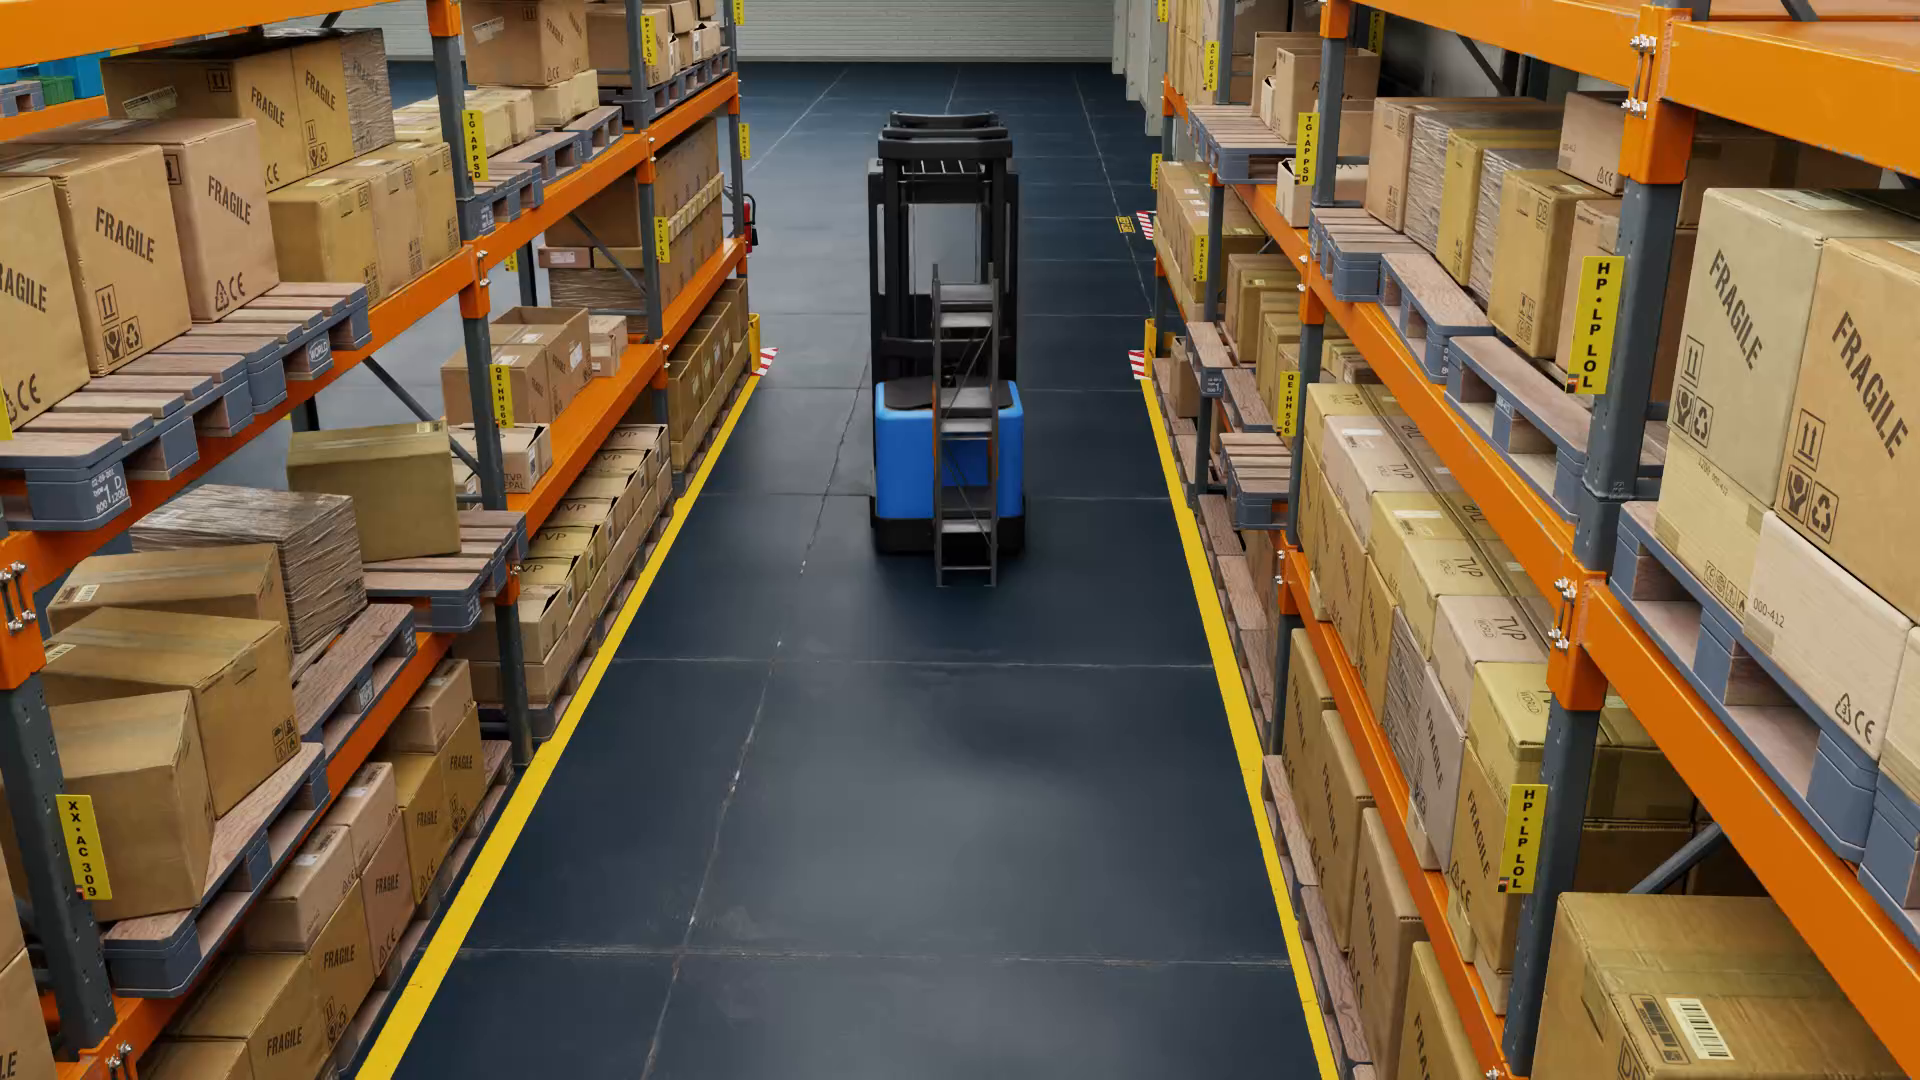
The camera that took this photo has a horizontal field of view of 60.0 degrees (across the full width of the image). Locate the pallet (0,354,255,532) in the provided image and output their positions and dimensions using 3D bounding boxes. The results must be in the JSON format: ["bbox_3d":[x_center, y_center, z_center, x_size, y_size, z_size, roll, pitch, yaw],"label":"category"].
[{"bbox_3d":[-2.840,-0.307,4.788,1.213,0.211,1.003,1,21,2],"label":"pallet"}]

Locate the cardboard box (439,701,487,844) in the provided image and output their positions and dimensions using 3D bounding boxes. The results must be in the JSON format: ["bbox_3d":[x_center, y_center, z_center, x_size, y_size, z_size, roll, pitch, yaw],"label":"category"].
[{"bbox_3d":[-2.602,1.093,7.913,0.500,0.500,0.500,1,21,4],"label":"cardboard box"}]

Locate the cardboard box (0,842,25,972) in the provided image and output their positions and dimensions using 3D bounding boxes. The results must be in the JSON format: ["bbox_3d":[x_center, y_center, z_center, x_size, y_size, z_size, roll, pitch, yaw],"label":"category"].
[{"bbox_3d":[-2.686,0.911,4.013,0.500,0.500,0.500,1,21,2],"label":"cardboard box"}]

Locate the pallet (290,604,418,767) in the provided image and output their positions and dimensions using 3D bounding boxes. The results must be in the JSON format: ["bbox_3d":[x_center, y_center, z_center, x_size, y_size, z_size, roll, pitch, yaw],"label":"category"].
[{"bbox_3d":[-2.863,0.585,6.641,1.003,0.211,1.213,1,21,2],"label":"pallet"}]

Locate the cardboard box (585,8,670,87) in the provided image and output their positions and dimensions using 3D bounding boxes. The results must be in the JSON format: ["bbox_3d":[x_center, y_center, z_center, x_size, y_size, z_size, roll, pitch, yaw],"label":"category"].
[{"bbox_3d":[-2.407,-3.540,11.946,0.500,0.500,0.500,2,21,6],"label":"cardboard box"}]

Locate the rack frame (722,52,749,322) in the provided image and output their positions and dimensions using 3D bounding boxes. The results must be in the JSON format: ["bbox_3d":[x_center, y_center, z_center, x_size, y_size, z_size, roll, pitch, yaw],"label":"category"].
[{"bbox_3d":[-2.565,-3.100,15.873,1.000,3.000,0.127,1,21,2],"label":"rack frame"}]

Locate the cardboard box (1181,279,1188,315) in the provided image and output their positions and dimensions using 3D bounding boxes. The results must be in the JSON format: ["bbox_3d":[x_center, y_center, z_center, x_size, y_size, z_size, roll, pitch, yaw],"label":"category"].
[{"bbox_3d":[2.000,-1.895,12.946,0.500,0.250,0.500,1,21,2],"label":"cardboard box"}]

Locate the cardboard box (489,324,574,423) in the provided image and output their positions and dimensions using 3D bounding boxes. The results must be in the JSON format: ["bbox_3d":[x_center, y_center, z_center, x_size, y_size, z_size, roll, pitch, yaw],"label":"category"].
[{"bbox_3d":[-2.757,-1.052,10.455,0.500,0.500,0.500,1,21,2],"label":"cardboard box"}]

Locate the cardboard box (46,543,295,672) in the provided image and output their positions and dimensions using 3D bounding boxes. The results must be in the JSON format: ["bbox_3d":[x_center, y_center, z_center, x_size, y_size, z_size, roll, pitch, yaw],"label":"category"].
[{"bbox_3d":[-2.938,0.356,6.245,0.700,0.500,0.500,-5,22,-12],"label":"cardboard box"}]

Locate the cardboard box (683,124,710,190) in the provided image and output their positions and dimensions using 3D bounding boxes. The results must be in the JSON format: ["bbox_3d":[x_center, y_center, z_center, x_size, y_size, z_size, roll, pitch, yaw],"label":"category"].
[{"bbox_3d":[-2.604,-3.374,14.646,0.700,0.500,0.500,0,21,0],"label":"cardboard box"}]

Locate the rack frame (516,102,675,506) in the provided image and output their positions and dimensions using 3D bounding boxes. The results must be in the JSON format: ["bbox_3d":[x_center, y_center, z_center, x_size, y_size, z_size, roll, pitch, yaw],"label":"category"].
[{"bbox_3d":[-2.686,-1.654,12.146,1.000,3.000,0.127,1,21,2],"label":"rack frame"}]

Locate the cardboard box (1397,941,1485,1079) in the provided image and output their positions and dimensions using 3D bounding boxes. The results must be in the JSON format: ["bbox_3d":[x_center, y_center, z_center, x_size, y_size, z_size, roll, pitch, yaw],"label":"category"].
[{"bbox_3d":[1.912,1.861,5.476,0.750,0.750,0.750,1,21,2],"label":"cardboard box"}]

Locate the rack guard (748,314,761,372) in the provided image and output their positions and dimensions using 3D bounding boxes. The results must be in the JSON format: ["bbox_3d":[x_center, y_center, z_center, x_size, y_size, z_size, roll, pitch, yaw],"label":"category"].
[{"bbox_3d":[-2.564,-1.944,16.348,1.175,0.500,0.348,1,21,2],"label":"rack guard"}]

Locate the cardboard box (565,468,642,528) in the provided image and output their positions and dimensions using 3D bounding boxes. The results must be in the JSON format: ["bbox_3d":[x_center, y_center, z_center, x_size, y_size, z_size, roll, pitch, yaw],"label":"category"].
[{"bbox_3d":[-2.439,-0.311,11.130,0.500,0.311,0.500,1,21,1],"label":"cardboard box"}]

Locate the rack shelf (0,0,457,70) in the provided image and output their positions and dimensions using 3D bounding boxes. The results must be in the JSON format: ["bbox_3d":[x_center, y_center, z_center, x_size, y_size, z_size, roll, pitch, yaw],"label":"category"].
[{"bbox_3d":[-2.869,-1.760,5.672,1.077,0.370,4.000,1,21,2],"label":"rack shelf"}]

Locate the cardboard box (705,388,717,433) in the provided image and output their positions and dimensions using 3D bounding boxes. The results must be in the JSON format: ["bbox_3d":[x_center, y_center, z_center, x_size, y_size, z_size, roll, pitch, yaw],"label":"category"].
[{"bbox_3d":[-2.329,-1.094,13.922,0.500,0.250,0.500,1,21,2],"label":"cardboard box"}]

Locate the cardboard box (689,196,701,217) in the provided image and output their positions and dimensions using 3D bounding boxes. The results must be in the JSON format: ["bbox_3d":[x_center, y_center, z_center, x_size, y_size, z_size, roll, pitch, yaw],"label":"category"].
[{"bbox_3d":[-2.424,-2.841,14.169,0.380,0.149,0.250,1,21,3],"label":"cardboard box"}]

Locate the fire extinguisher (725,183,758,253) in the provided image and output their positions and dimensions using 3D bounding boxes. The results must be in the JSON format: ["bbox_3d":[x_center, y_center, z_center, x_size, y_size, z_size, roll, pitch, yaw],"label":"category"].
[{"bbox_3d":[-2.097,-3.102,15.984,0.296,0.674,0.183,1,21,2],"label":"fire extinguisher"}]

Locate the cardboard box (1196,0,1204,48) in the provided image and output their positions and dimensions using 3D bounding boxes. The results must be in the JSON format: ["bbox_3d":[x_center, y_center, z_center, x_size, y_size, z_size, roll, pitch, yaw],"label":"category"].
[{"bbox_3d":[2.016,-3.905,12.252,0.500,0.500,0.500,2,21,5],"label":"cardboard box"}]

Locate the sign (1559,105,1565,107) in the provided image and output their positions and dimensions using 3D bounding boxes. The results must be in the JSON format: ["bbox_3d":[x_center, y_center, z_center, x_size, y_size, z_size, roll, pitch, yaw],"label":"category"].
[{"bbox_3d":[2.698,-1.822,7.607,0.100,0.325,0.005,1,21,2],"label":"sign"}]

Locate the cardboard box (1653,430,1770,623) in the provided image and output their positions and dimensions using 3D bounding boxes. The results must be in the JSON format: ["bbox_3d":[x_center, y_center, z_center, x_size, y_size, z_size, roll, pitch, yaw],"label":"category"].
[{"bbox_3d":[1.737,-0.032,3.308,0.500,0.250,0.500,1,21,1],"label":"cardboard box"}]

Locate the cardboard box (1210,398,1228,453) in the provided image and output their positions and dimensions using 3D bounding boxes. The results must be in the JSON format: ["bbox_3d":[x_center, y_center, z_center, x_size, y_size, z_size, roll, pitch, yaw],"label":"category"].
[{"bbox_3d":[2.257,-1.017,13.349,0.500,0.500,0.500,-1,21,-2],"label":"cardboard box"}]

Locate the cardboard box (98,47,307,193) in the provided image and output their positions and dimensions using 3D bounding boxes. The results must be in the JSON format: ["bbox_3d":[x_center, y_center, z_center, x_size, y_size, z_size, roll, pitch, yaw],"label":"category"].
[{"bbox_3d":[-2.859,-1.593,6.320,0.500,0.500,0.500,1,21,2],"label":"cardboard box"}]

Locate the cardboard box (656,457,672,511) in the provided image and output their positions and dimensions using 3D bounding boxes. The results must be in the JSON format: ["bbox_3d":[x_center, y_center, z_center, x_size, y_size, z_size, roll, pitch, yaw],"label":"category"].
[{"bbox_3d":[-2.409,-0.415,12.172,0.500,0.250,0.500,0,21,1],"label":"cardboard box"}]

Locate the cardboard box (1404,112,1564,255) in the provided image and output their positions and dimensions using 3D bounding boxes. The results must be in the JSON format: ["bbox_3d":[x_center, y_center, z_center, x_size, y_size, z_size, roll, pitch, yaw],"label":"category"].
[{"bbox_3d":[2.223,-1.437,6.692,0.700,0.500,0.500,-1,21,-1],"label":"cardboard box"}]

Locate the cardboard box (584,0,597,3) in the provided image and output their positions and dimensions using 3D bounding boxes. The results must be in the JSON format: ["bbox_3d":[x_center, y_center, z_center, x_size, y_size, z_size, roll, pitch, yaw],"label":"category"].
[{"bbox_3d":[-2.888,-4.209,13.671,0.500,0.500,0.500,1,21,2],"label":"cardboard box"}]

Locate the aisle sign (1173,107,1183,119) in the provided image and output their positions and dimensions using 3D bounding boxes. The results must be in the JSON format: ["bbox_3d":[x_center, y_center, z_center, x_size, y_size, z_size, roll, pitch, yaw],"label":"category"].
[{"bbox_3d":[2.089,-4.289,15.341,0.394,0.787,0.004,1,21,2],"label":"aisle sign"}]

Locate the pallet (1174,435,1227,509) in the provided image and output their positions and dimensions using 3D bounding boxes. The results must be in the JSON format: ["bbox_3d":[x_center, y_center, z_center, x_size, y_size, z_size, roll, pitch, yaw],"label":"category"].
[{"bbox_3d":[2.250,-0.544,13.140,1.003,0.211,1.213,1,21,2],"label":"pallet"}]

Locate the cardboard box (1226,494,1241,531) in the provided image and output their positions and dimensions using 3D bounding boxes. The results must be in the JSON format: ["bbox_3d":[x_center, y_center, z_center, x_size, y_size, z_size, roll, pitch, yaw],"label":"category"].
[{"bbox_3d":[2.259,-0.374,11.695,0.700,0.500,0.500,1,21,3],"label":"cardboard box"}]

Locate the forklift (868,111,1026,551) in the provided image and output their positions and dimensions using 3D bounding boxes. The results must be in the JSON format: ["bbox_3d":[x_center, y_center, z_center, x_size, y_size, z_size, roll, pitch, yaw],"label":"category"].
[{"bbox_3d":[-0.132,-1.774,12.549,1.130,2.935,3.031,-1,21,-2],"label":"forklift"}]

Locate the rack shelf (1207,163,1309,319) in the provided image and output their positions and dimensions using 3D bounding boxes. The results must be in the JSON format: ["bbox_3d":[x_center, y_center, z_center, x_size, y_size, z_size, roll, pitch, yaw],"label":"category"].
[{"bbox_3d":[2.204,-1.941,9.732,1.077,0.370,4.000,1,21,2],"label":"rack shelf"}]

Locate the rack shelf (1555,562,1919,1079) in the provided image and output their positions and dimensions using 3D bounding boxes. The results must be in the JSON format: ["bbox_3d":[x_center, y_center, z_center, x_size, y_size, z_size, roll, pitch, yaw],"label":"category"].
[{"bbox_3d":[1.961,0.952,2.278,1.077,0.370,4.000,1,21,2],"label":"rack shelf"}]

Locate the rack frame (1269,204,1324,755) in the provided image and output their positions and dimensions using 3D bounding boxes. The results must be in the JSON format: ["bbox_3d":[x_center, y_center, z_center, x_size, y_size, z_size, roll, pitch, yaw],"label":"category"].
[{"bbox_3d":[2.143,-0.155,8.281,1.000,3.000,0.127,1,21,2],"label":"rack frame"}]

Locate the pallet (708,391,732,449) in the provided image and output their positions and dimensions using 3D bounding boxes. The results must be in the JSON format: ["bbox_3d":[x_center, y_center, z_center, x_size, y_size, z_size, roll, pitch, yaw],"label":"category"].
[{"bbox_3d":[-2.586,-1.084,14.530,1.003,0.211,1.213,1,21,2],"label":"pallet"}]

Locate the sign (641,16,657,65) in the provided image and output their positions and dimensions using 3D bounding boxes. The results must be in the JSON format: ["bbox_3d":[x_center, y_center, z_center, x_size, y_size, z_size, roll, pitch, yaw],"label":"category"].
[{"bbox_3d":[-2.144,-3.438,11.446,0.100,0.325,0.005,1,21,2],"label":"sign"}]

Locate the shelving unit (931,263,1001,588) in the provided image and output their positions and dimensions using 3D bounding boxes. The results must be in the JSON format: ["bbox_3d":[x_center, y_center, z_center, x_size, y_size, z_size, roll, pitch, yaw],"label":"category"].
[{"bbox_3d":[0.032,-0.747,11.051,0.431,2.100,0.503,-1,21,-2],"label":"shelving unit"}]

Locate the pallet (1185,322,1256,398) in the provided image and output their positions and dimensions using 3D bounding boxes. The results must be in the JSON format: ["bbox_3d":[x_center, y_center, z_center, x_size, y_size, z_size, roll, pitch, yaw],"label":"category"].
[{"bbox_3d":[2.096,-1.237,11.335,1.003,0.211,1.213,1,21,2],"label":"pallet"}]

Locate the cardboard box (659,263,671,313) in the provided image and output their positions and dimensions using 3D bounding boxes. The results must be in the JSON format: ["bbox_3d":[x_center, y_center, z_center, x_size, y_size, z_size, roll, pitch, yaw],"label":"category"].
[{"bbox_3d":[-2.670,-2.052,13.033,0.700,0.500,0.500,0,21,1],"label":"cardboard box"}]

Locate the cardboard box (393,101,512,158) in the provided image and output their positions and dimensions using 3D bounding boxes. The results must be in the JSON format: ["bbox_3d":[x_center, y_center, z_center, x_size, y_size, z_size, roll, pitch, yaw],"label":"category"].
[{"bbox_3d":[-2.824,-2.293,9.273,0.500,0.250,0.500,0,21,1],"label":"cardboard box"}]

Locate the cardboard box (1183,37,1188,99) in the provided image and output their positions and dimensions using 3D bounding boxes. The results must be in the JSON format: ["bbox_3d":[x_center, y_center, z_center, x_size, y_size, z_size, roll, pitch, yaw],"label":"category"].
[{"bbox_3d":[2.068,-3.808,13.384,0.500,0.500,0.500,2,21,5],"label":"cardboard box"}]

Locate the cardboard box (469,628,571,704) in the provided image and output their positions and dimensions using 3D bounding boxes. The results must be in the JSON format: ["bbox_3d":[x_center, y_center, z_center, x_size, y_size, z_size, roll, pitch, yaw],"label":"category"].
[{"bbox_3d":[-2.499,0.692,9.319,0.500,0.250,0.500,1,21,1],"label":"cardboard box"}]

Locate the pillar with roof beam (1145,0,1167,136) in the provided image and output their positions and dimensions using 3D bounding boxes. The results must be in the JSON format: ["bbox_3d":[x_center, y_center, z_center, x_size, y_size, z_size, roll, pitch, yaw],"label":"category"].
[{"bbox_3d":[-0.525,-12.137,30.869,9.100,9.000,0.400,1,21,2],"label":"pillar with roof beam"}]

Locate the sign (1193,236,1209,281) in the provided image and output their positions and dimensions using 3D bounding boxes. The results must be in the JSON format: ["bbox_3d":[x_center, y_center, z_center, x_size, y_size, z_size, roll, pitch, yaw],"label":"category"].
[{"bbox_3d":[1.723,-2.008,11.860,0.100,0.325,0.005,1,21,2],"label":"sign"}]

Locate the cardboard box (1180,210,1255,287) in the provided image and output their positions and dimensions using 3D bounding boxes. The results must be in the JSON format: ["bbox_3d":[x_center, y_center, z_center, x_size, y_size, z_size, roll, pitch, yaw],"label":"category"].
[{"bbox_3d":[1.980,-2.245,12.811,0.500,0.500,0.500,1,21,1],"label":"cardboard box"}]

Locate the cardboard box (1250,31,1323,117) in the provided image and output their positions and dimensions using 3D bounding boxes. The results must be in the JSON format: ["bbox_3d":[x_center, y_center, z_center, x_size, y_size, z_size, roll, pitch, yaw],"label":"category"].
[{"bbox_3d":[2.169,-3.045,10.865,0.500,0.500,0.500,4,22,9],"label":"cardboard box"}]

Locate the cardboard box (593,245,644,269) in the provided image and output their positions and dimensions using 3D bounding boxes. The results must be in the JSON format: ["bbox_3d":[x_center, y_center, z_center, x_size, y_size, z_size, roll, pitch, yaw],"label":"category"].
[{"bbox_3d":[-2.485,-2.098,12.255,0.380,0.149,0.250,1,21,2],"label":"cardboard box"}]

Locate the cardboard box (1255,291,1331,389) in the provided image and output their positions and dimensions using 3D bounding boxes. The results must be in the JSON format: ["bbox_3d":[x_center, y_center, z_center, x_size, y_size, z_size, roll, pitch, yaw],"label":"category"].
[{"bbox_3d":[2.203,-1.229,10.303,0.700,0.500,0.500,4,21,9],"label":"cardboard box"}]

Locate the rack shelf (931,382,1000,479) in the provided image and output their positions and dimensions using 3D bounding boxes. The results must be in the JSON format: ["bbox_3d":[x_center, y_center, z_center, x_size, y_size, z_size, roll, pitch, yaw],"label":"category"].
[{"bbox_3d":[0.032,-0.734,11.056,0.431,0.518,0.480,-1,21,-2],"label":"rack shelf"}]

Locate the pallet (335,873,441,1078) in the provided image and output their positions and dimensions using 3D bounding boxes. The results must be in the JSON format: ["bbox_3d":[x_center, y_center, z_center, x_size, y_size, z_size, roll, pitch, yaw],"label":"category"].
[{"bbox_3d":[-2.908,1.802,7.094,1.003,0.211,1.213,1,21,2],"label":"pallet"}]

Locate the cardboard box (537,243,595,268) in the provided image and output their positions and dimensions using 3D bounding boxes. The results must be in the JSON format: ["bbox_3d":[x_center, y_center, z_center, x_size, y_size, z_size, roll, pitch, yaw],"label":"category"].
[{"bbox_3d":[-2.892,-2.104,12.270,0.380,0.149,0.250,1,21,2],"label":"cardboard box"}]

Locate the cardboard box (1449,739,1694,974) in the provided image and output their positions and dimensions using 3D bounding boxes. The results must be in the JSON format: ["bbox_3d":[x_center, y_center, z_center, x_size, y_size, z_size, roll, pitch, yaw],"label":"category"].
[{"bbox_3d":[1.784,0.927,4.916,0.500,0.500,0.500,0,21,1],"label":"cardboard box"}]

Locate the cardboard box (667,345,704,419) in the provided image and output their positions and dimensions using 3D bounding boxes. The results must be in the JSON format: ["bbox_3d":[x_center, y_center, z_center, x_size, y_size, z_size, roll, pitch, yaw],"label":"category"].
[{"bbox_3d":[-2.352,-1.263,13.321,0.500,0.500,0.500,1,21,2],"label":"cardboard box"}]

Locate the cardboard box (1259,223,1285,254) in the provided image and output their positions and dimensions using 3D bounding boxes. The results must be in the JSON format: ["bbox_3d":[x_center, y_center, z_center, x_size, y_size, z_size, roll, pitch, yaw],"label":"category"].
[{"bbox_3d":[2.488,-2.058,12.328,0.500,0.500,0.500,0,21,0],"label":"cardboard box"}]

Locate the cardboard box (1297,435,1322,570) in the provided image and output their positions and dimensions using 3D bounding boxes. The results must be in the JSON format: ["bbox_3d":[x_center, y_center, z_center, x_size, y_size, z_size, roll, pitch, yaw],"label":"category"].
[{"bbox_3d":[1.873,-0.177,7.760,0.500,0.500,0.500,1,21,3],"label":"cardboard box"}]

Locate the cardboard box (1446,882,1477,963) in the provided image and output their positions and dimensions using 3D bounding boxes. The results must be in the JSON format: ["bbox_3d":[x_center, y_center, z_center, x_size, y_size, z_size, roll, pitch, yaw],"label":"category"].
[{"bbox_3d":[1.733,1.182,5.154,0.380,0.149,0.250,1,21,3],"label":"cardboard box"}]

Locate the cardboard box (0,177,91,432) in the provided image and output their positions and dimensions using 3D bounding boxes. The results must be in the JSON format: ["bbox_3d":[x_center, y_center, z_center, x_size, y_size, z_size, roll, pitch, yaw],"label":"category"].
[{"bbox_3d":[-2.841,-0.630,4.503,0.600,0.600,0.600,-1,21,-3],"label":"cardboard box"}]
